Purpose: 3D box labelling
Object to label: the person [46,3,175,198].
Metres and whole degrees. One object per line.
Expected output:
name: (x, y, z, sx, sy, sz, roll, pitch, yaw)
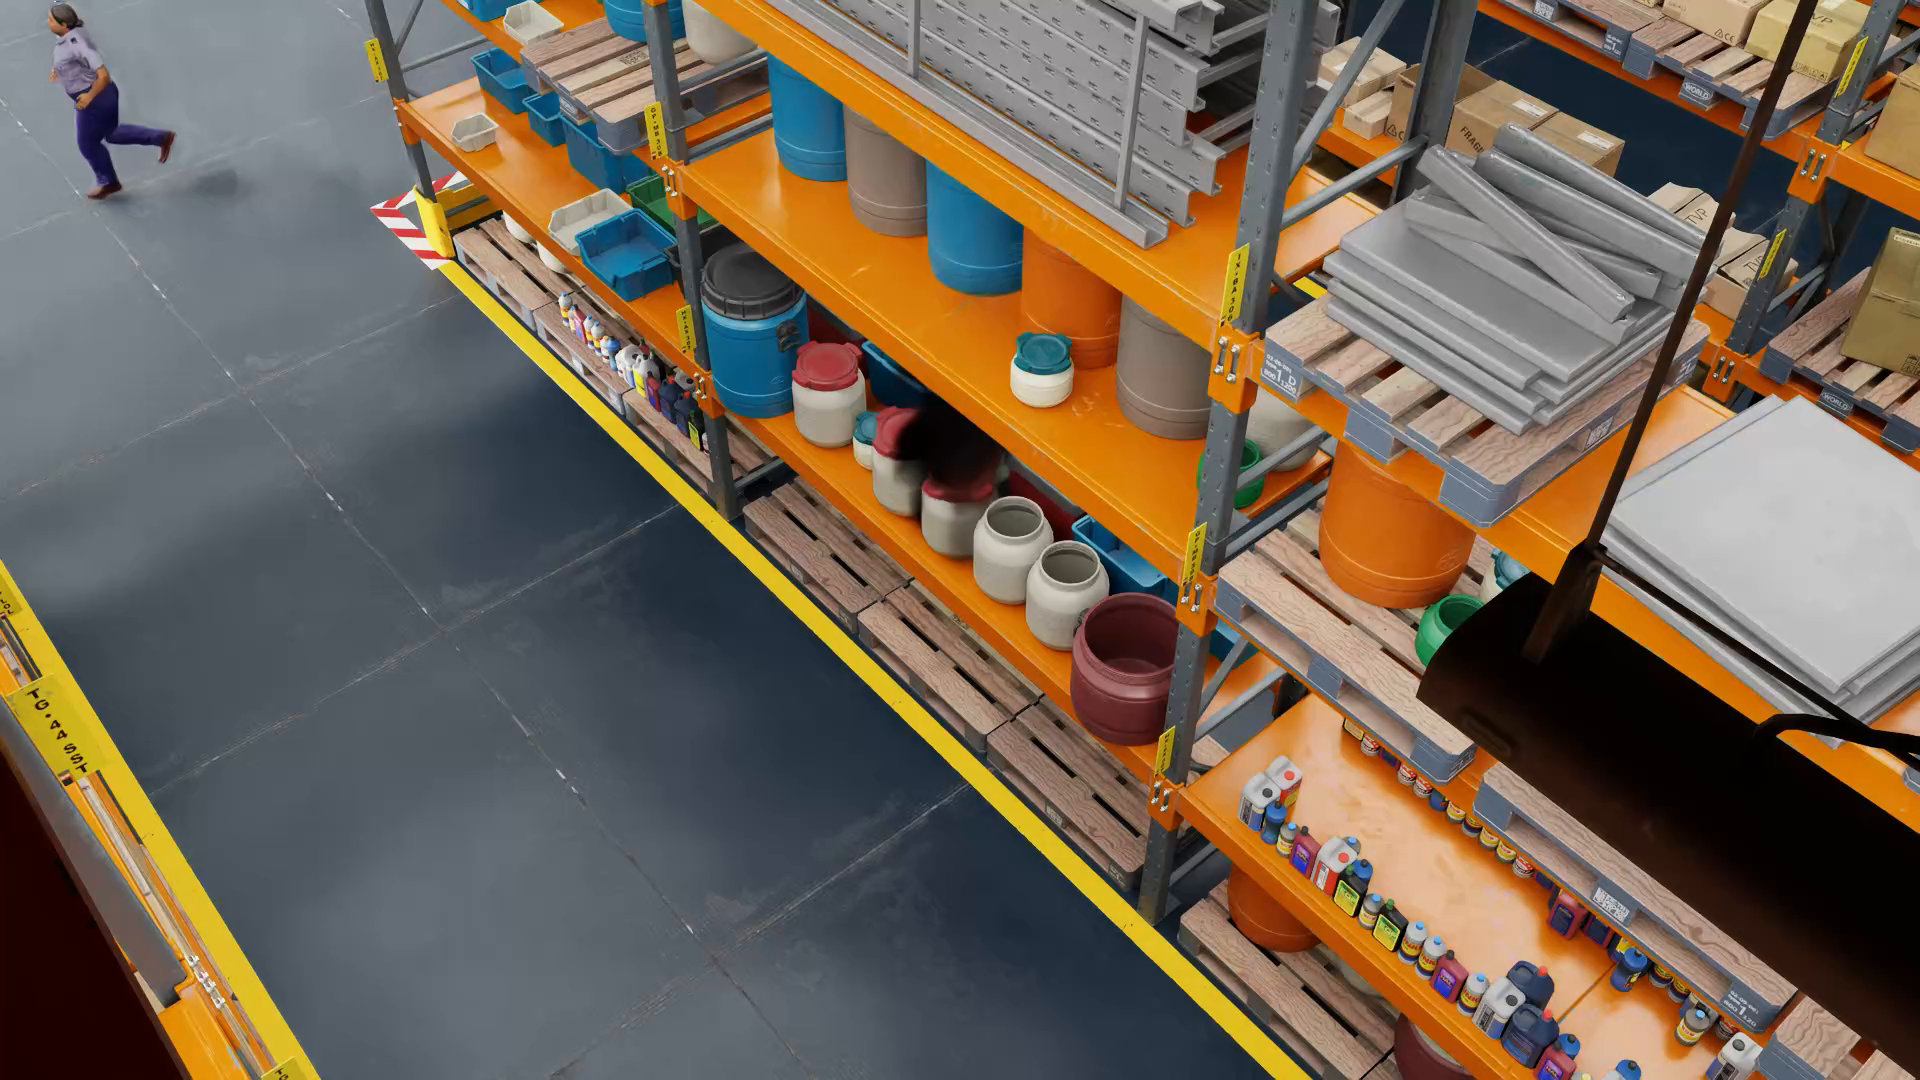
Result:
person: (-6.813, -3.495, 13.202, 0.823, 1.646, 0.607, -14, 48, -13)
